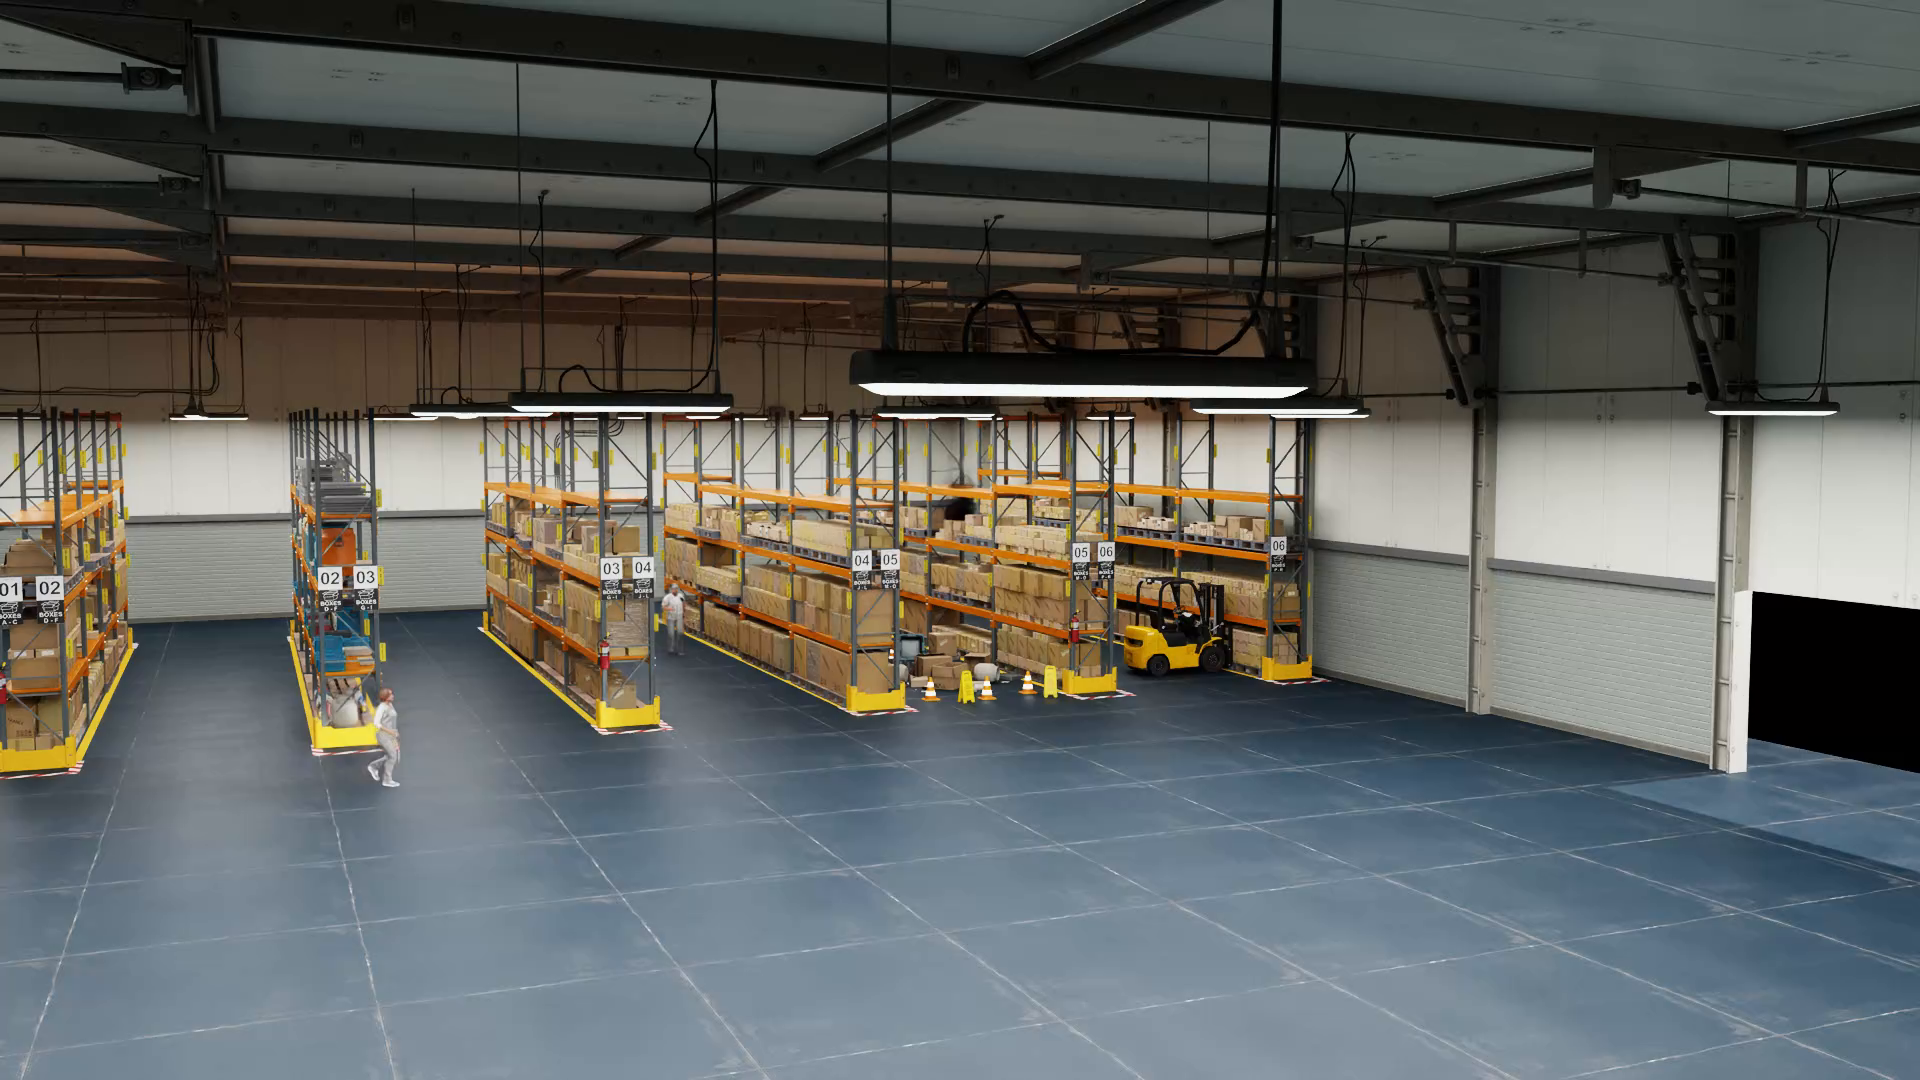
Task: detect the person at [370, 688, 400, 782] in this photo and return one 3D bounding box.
[{"bbox_3d":[-9.075,3.073,26.168,0.510,1.492,0.528,0,4,0],"label":"person"}]

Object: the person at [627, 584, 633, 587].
[{"bbox_3d":[-9.779,1.548,48.314,0.852,1.613,0.769,-3,5,-37],"label":"person"}]

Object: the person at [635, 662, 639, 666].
[{"bbox_3d":[-7.811,2.152,39.531,0.474,1.646,0.724,-2,4,-23],"label":"person"}]

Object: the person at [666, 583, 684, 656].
[{"bbox_3d":[-7.082,1.972,41.186,0.430,1.855,0.719,-1,4,-21],"label":"person"}]
